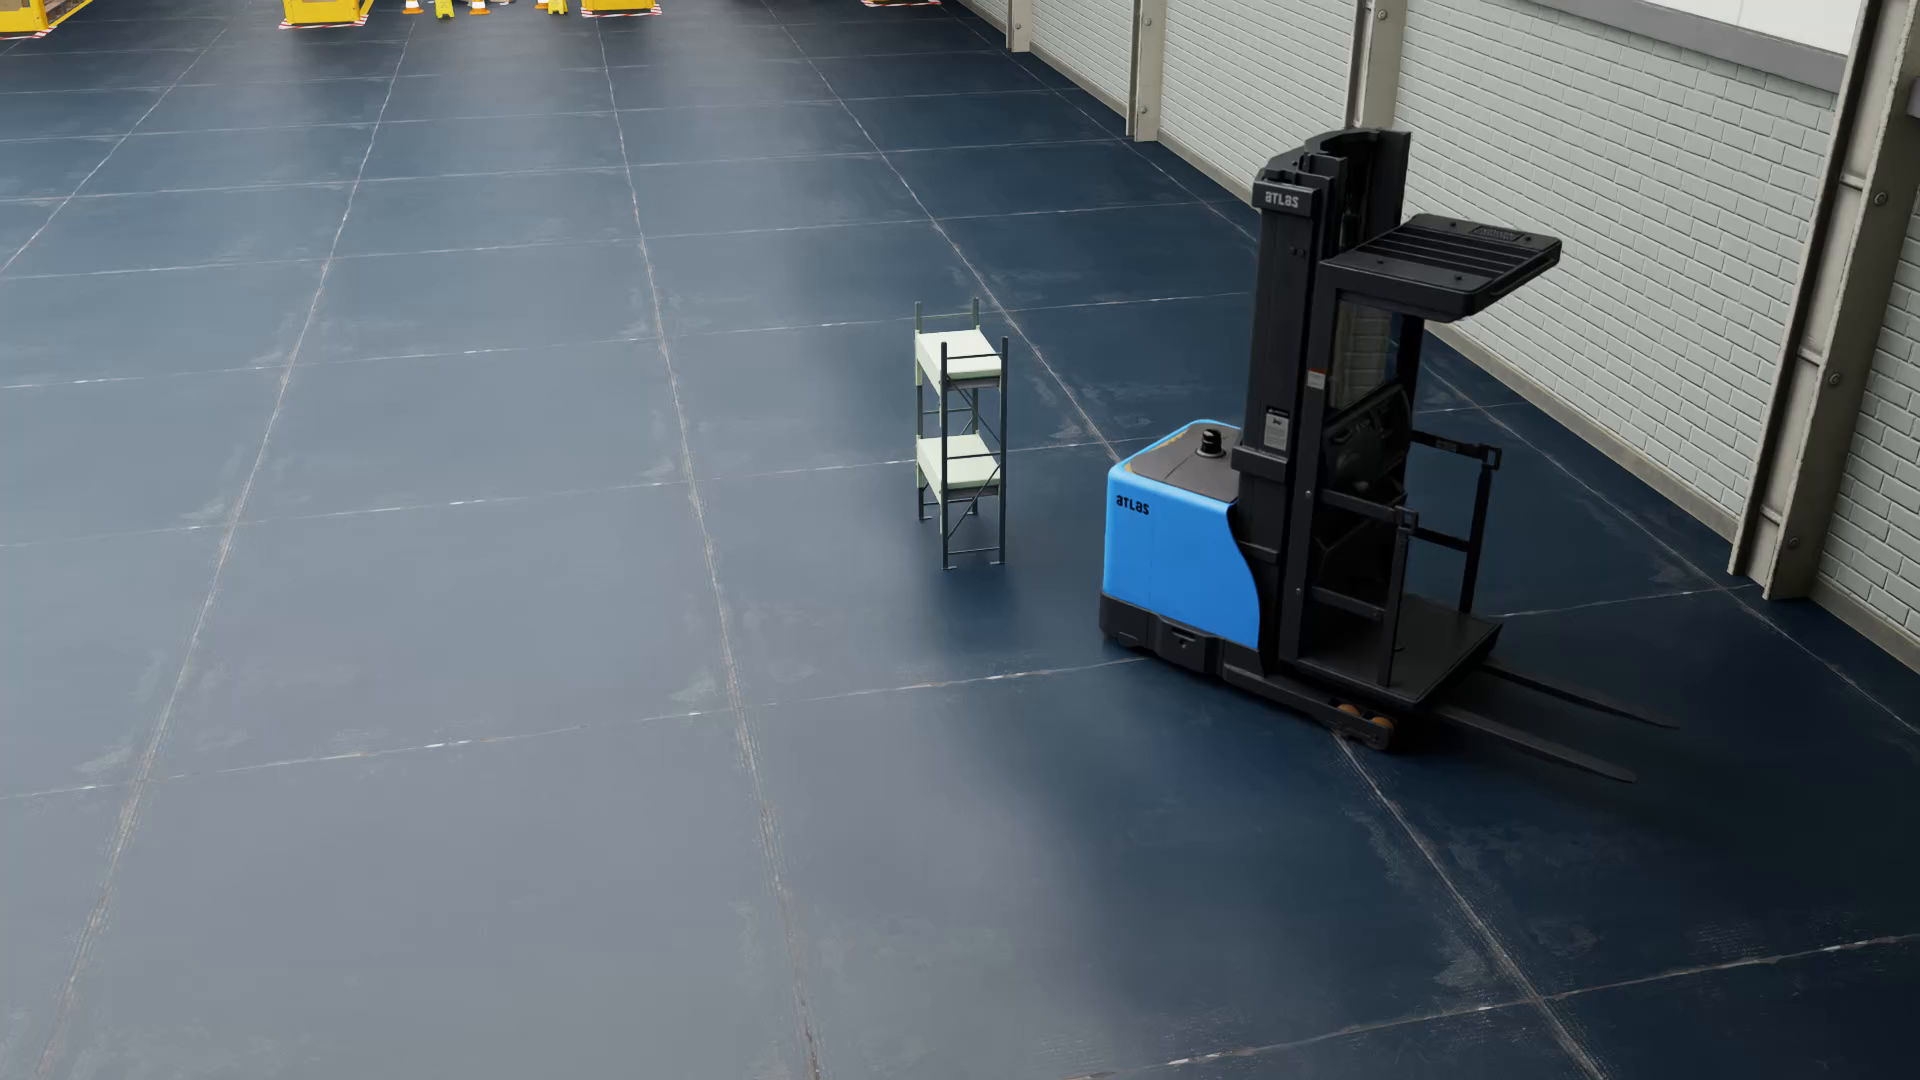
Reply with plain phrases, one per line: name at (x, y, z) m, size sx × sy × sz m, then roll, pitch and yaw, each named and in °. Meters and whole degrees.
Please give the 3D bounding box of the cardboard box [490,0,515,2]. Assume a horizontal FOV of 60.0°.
cardboard box at (-8.255, -9.806, 30.013) m, size 0.380 × 0.149 × 0.250 m, roll 8°, pitch 28°, yaw 15°

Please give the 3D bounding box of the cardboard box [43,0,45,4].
cardboard box at (-15.939, -9.309, 28.172) m, size 0.500 × 0.500 × 0.500 m, roll 1°, pitch 27°, yaw 2°

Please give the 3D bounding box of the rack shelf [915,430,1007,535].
rack shelf at (0.002, -0.376, 10.553) m, size 0.431 × 0.370 × 0.720 m, roll -6°, pitch 27°, yaw -12°

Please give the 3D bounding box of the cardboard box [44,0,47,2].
cardboard box at (-16.062, -9.585, 28.720) m, size 0.500 × 0.500 × 0.500 m, roll -3°, pitch 27°, yaw -7°

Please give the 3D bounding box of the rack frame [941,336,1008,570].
rack frame at (0.084, -0.506, 10.088) m, size 0.400 × 1.500 × 0.023 m, roll -6°, pitch 27°, yaw -12°

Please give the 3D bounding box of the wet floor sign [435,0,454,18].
wet floor sign at (-8.856, -9.299, 28.457) m, size 0.267 × 0.644 × 0.232 m, roll -11°, pitch 29°, yaw -20°

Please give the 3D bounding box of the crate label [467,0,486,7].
crate label at (-8.588, -9.565, 29.549) m, size 0.250 × 0.136 × 0.298 m, roll -23°, pitch 35°, yaw -38°

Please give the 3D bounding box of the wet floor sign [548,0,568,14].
wet floor sign at (-6.992, -9.465, 28.787) m, size 0.267 × 0.644 × 0.232 m, roll 3°, pitch 27°, yaw 6°

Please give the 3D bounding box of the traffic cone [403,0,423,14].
traffic cone at (-9.528, -9.406, 28.873) m, size 0.336 × 0.463 × 0.334 m, roll -6°, pitch 27°, yaw -12°

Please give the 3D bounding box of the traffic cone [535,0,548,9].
traffic cone at (-7.346, -9.634, 29.323) m, size 0.336 × 0.463 × 0.334 m, roll -6°, pitch 27°, yaw -12°

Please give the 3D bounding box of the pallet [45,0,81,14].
pallet at (-16.084, -9.385, 29.111) m, size 1.003 × 0.211 × 1.213 m, roll -6°, pitch 27°, yaw -12°

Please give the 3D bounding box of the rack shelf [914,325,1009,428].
rack shelf at (0.002, -1.015, 10.230) m, size 0.431 × 0.370 × 0.720 m, roll -6°, pitch 27°, yaw -12°

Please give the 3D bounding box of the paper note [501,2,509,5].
paper note at (-8.144, -9.596, 29.728) m, size 0.148 × 0.019 × 0.142 m, roll -16°, pitch 31°, yaw -29°

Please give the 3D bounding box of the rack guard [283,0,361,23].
rack guard at (-10.786, -9.035, 28.096) m, size 1.175 × 0.500 × 0.348 m, roll -6°, pitch 27°, yaw -12°

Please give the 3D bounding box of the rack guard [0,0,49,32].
rack guard at (-15.664, -8.620, 27.273) m, size 1.175 × 0.500 × 0.348 m, roll -6°, pitch 27°, yaw -12°

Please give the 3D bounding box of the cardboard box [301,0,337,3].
cardboard box at (-11.009, -9.691, 28.514) m, size 0.875 × 0.875 × 0.875 m, roll -6°, pitch 27°, yaw -11°

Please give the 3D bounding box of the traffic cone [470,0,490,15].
traffic cone at (-8.350, -9.372, 28.804) m, size 0.336 × 0.463 × 0.334 m, roll -6°, pitch 27°, yaw -12°

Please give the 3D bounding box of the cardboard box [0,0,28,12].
cardboard box at (-15.771, -9.050, 27.659) m, size 0.500 × 0.500 × 0.500 m, roll -1°, pitch 27°, yaw -2°

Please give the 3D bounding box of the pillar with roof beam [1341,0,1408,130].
pillar with roof beam at (-0.573, -5.950, 12.552) m, size 9.100 × 9.000 × 0.400 m, roll -6°, pitch 27°, yaw -12°

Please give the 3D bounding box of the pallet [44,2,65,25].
pallet at (-15.813, -8.851, 28.052) m, size 1.003 × 0.211 × 1.213 m, roll -6°, pitch 27°, yaw -12°

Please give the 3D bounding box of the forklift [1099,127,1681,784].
forklift at (2.264, -0.494, 8.475) m, size 3.031 × 2.935 × 1.130 m, roll 20°, pitch 33°, yaw 34°

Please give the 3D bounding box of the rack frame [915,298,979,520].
rack frame at (-0.081, -0.827, 10.725) m, size 0.400 × 1.500 × 0.023 m, roll -6°, pitch 27°, yaw -12°

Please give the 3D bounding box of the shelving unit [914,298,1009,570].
shelving unit at (0.002, -0.667, 10.406) m, size 0.431 × 1.500 × 0.755 m, roll -6°, pitch 27°, yaw -12°

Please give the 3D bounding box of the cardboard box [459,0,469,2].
cardboard box at (-8.854, -10.108, 30.218) m, size 0.637 × 0.503 × 0.797 m, roll 19°, pitch 32°, yaw 32°

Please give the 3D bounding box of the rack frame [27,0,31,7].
rack frame at (-15.647, -9.702, 26.643) m, size 1.000 × 3.000 × 0.127 m, roll -6°, pitch 27°, yaw -12°

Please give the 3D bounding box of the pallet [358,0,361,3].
pallet at (-11.320, -9.794, 29.920) m, size 1.003 × 0.211 × 1.213 m, roll -6°, pitch 27°, yaw -12°

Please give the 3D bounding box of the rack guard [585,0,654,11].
rack guard at (-6.009, -9.626, 29.267) m, size 1.175 × 0.500 × 0.348 m, roll -6°, pitch 27°, yaw -12°

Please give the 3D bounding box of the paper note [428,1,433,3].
paper note at (-9.482, -9.678, 29.892) m, size 0.144 × 0.017 × 0.142 m, roll 3°, pitch 27°, yaw 6°

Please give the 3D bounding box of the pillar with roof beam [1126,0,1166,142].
pillar with roof beam at (-1.925, -8.584, 17.771) m, size 9.100 × 9.000 × 0.400 m, roll -6°, pitch 27°, yaw -12°

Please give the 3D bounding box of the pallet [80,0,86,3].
pallet at (-16.363, -9.922, 30.174) m, size 1.003 × 0.211 × 1.213 m, roll -6°, pitch 27°, yaw -12°

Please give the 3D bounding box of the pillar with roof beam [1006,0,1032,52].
pillar with roof beam at (-3.278, -11.218, 22.989) m, size 9.100 × 9.000 × 0.400 m, roll -6°, pitch 27°, yaw -12°

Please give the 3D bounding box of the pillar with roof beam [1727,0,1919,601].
pillar with roof beam at (0.779, -3.316, 7.334) m, size 9.100 × 9.000 × 0.400 m, roll -6°, pitch 27°, yaw -12°
